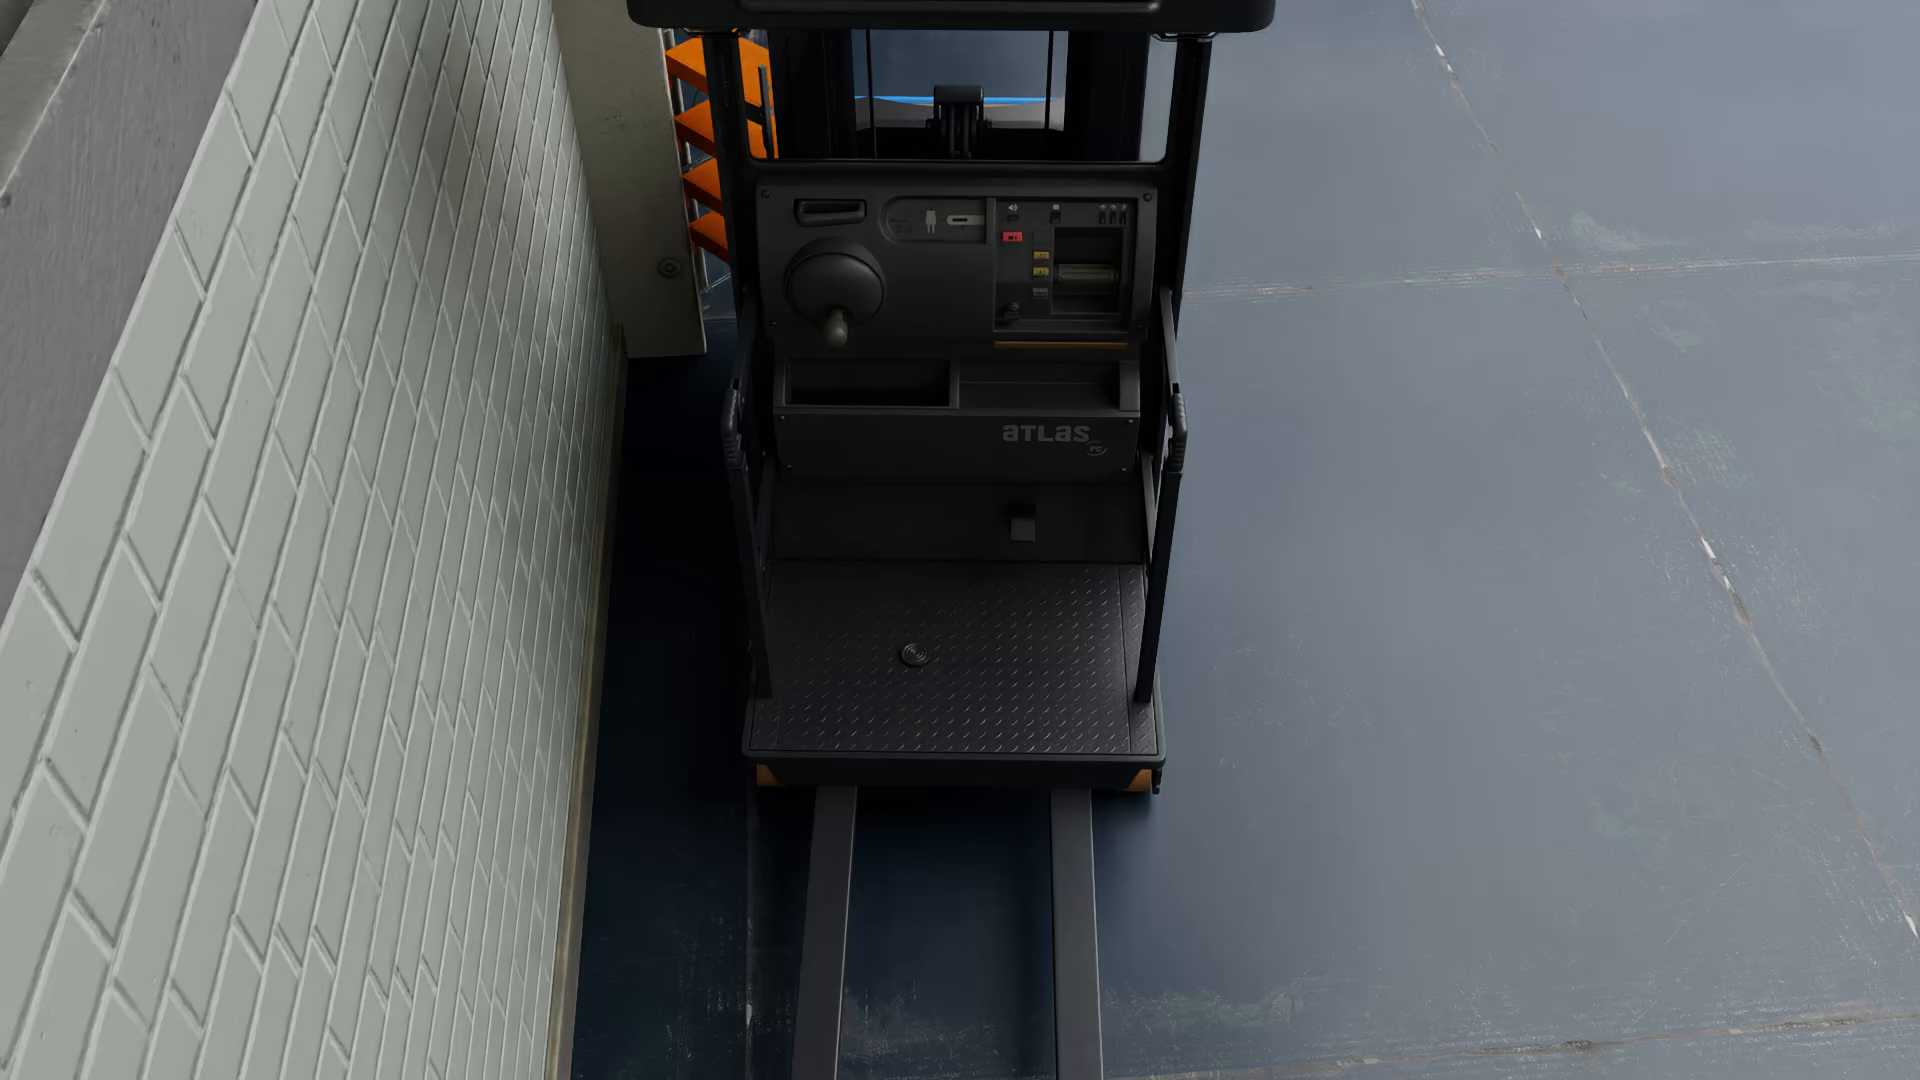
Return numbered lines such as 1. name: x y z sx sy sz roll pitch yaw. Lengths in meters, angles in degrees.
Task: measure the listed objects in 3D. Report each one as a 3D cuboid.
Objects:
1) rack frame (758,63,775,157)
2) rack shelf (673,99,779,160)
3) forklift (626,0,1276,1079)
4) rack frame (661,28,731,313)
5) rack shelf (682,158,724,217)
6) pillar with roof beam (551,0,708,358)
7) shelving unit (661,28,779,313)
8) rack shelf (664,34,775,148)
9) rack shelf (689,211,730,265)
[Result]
1. rack frame: -0.512 -1.054 5.421 0.015 1.200 0.240 34 55 28
2. rack shelf: -0.690 -1.282 5.423 0.480 0.148 0.258 34 55 28
3. forklift: -0.010 -0.551 3.754 1.130 2.935 3.031 1 47 1
4. rack frame: -0.867 -1.296 5.651 0.015 1.200 0.240 34 55 28
5. rack shelf: -0.690 -1.129 5.585 0.480 0.148 0.258 34 55 28
6. pillar with roof beam: 3.222 -4.148 2.980 9.100 9.000 0.400 -3 47 -3
7. shelving unit: -0.690 -1.175 5.536 0.503 1.200 0.258 34 55 28
8. rack shelf: -0.690 -1.445 5.251 0.480 0.148 0.258 34 55 28
9. rack shelf: -0.690 -0.992 5.729 0.480 0.148 0.258 34 55 28
